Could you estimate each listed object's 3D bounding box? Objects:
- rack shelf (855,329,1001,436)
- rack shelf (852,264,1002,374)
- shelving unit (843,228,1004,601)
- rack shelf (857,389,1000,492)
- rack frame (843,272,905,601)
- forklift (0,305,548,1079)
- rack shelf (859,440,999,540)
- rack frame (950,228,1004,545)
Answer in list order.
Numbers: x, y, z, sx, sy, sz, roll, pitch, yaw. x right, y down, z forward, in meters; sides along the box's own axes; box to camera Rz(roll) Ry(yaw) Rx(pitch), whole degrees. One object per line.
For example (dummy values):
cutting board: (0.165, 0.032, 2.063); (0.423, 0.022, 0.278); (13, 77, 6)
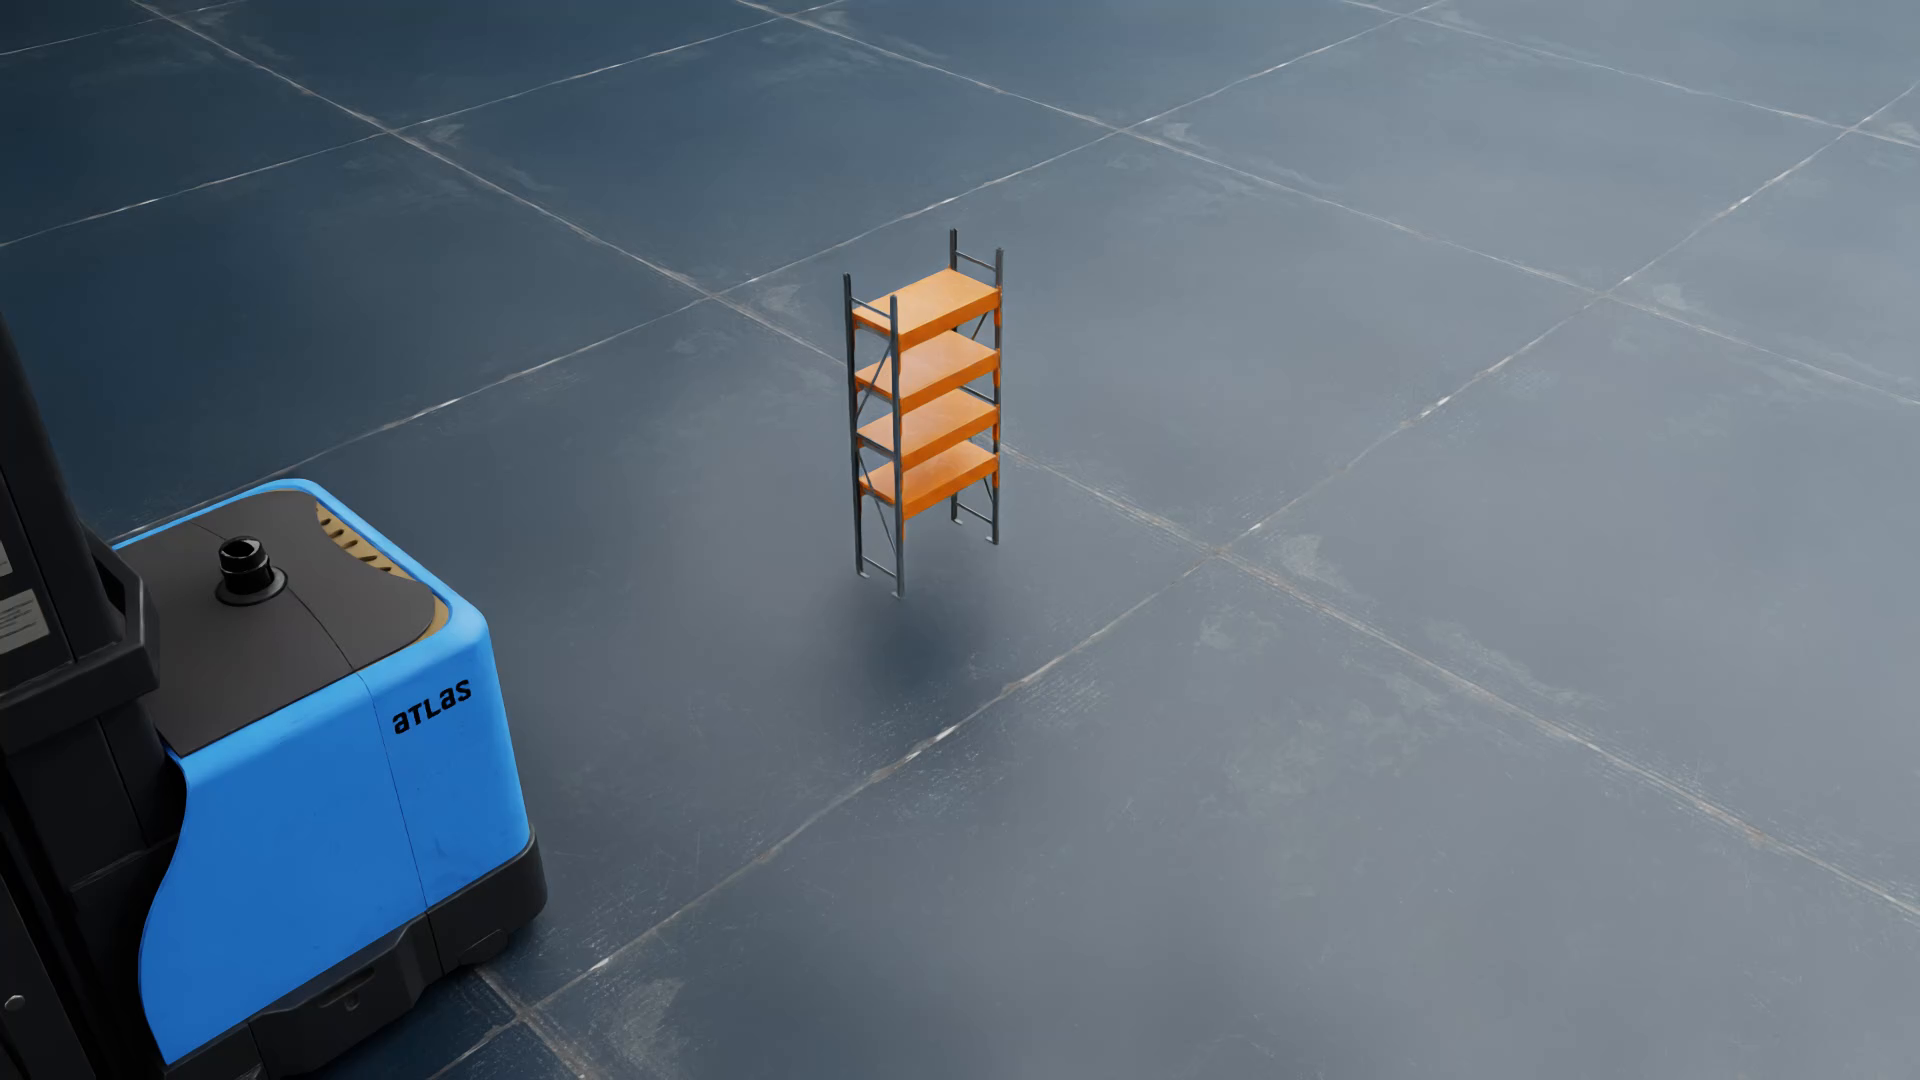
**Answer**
rack shelf: (-0.117, -0.553, 5.721); (0.258, 0.148, 0.480); (30, 45, 35)
rack shelf: (-0.117, -0.747, 5.586); (0.258, 0.148, 0.480); (30, 45, 35)
shelving unit: (-0.117, -0.425, 5.810); (0.258, 1.200, 0.503); (30, 45, 35)
rack shelf: (-0.117, -0.370, 5.849); (0.258, 0.148, 0.480); (30, 45, 35)
rack frame: (-0.289, -0.326, 5.668); (0.240, 1.200, 0.015); (30, 45, 35)
forklift: (-2.554, 0.274, 3.295); (1.130, 2.935, 3.031); (30, 44, 35)
rack shelf: (-0.117, -0.207, 5.963); (0.258, 0.148, 0.480); (30, 45, 35)
rack frame: (0.055, -0.524, 5.952); (0.240, 1.200, 0.015); (30, 45, 35)
